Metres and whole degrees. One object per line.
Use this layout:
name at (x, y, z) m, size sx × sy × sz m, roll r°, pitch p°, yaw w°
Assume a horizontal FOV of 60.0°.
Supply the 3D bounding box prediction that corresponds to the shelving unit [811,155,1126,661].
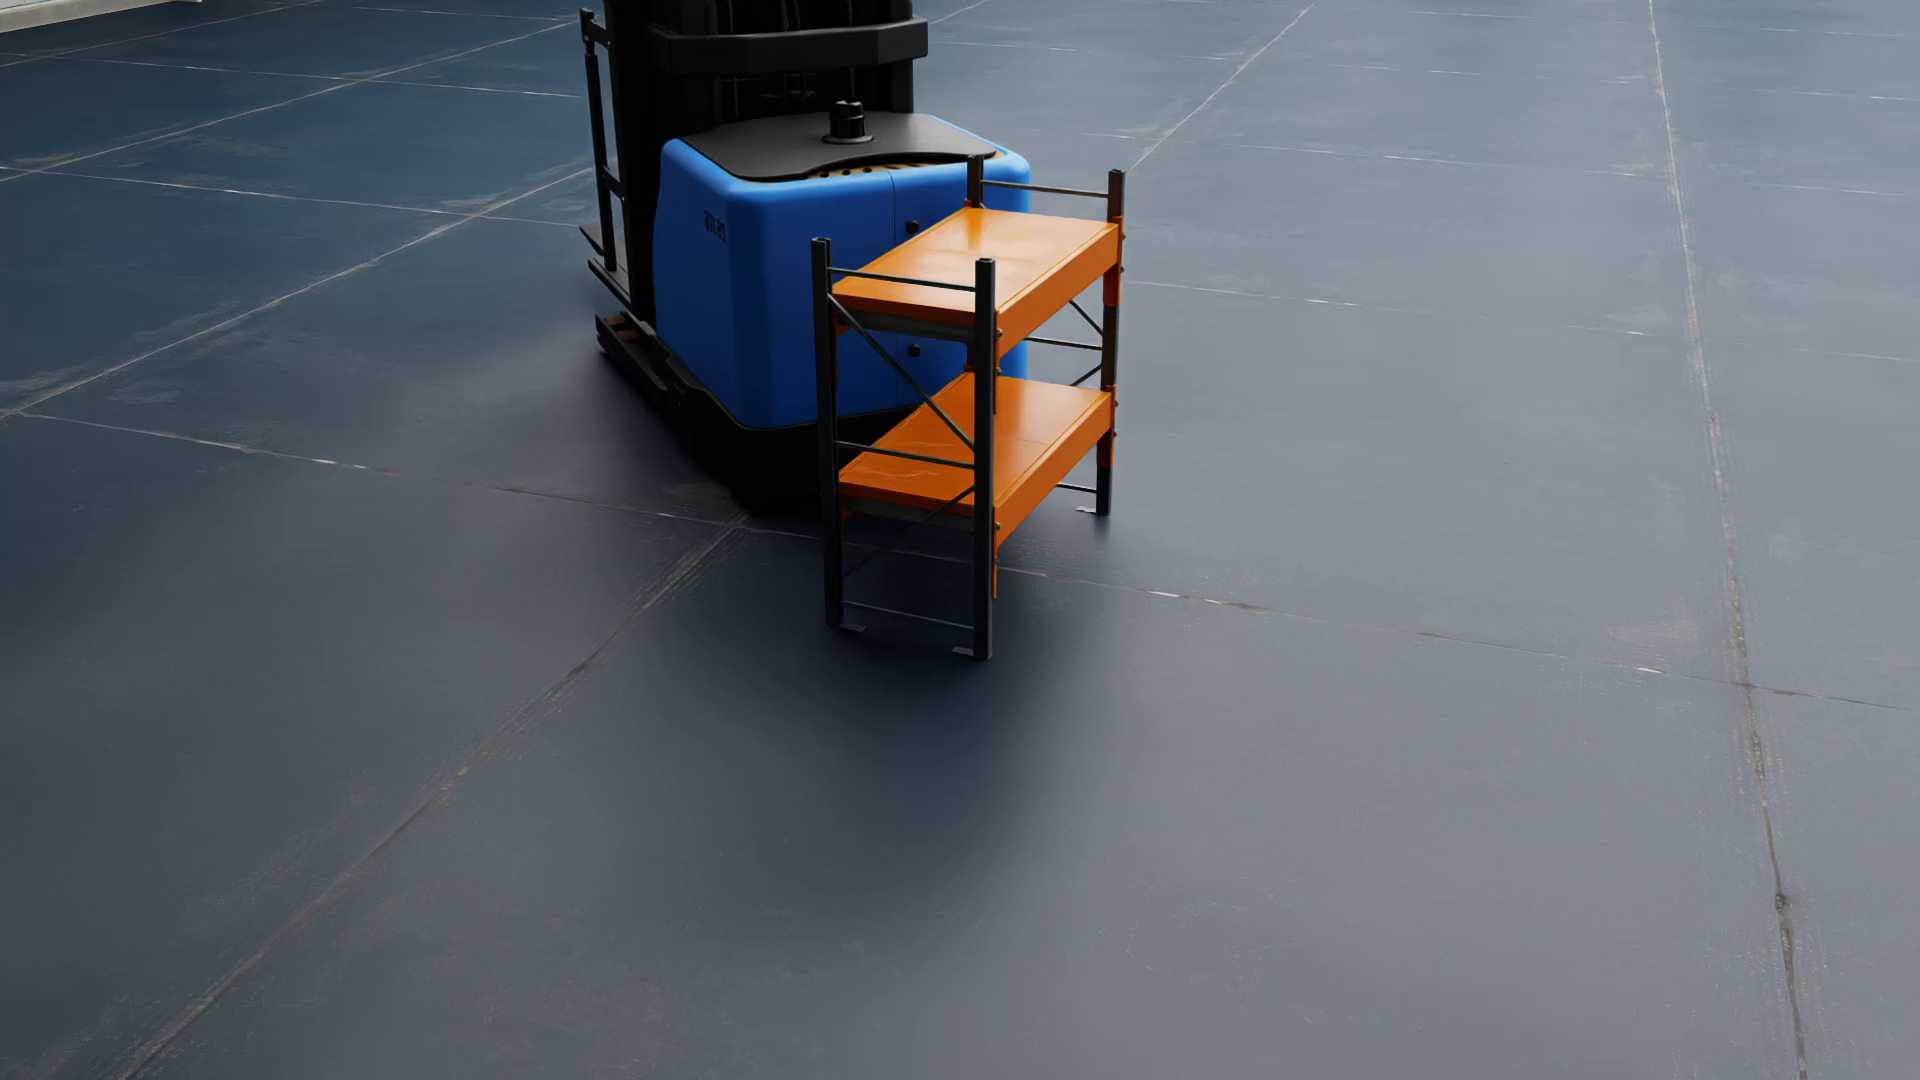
shelving unit at (0.055, -0.426, 4.840) m, size 0.538 × 1.125 × 1.048 m, roll 11°, pitch 28°, yaw 21°

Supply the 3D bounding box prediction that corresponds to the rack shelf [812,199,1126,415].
rack shelf at (0.055, -0.690, 4.712) m, size 0.538 × 0.278 × 1.000 m, roll 11°, pitch 28°, yaw 21°

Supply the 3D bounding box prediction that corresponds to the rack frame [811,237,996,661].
rack frame at (-0.147, -0.223, 4.420) m, size 0.500 × 1.125 × 0.032 m, roll 11°, pitch 28°, yaw 21°

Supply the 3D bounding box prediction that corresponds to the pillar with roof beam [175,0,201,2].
pillar with roof beam at (-3.271, -8.647, 12.783) m, size 9.100 × 9.000 × 0.400 m, roll 9°, pitch 27°, yaw 17°

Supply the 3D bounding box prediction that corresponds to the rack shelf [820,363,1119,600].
rack shelf at (0.055, -0.206, 4.946) m, size 0.538 × 0.278 × 1.000 m, roll 11°, pitch 28°, yaw 21°

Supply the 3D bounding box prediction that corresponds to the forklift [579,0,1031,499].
forklift at (-0.837, -2.065, 6.152) m, size 1.130 × 2.935 × 3.031 m, roll -11°, pitch 28°, yaw -22°

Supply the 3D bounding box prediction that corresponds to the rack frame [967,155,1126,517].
rack frame at (0.257, -0.630, 5.260) m, size 0.500 × 1.125 × 0.032 m, roll 11°, pitch 28°, yaw 21°
